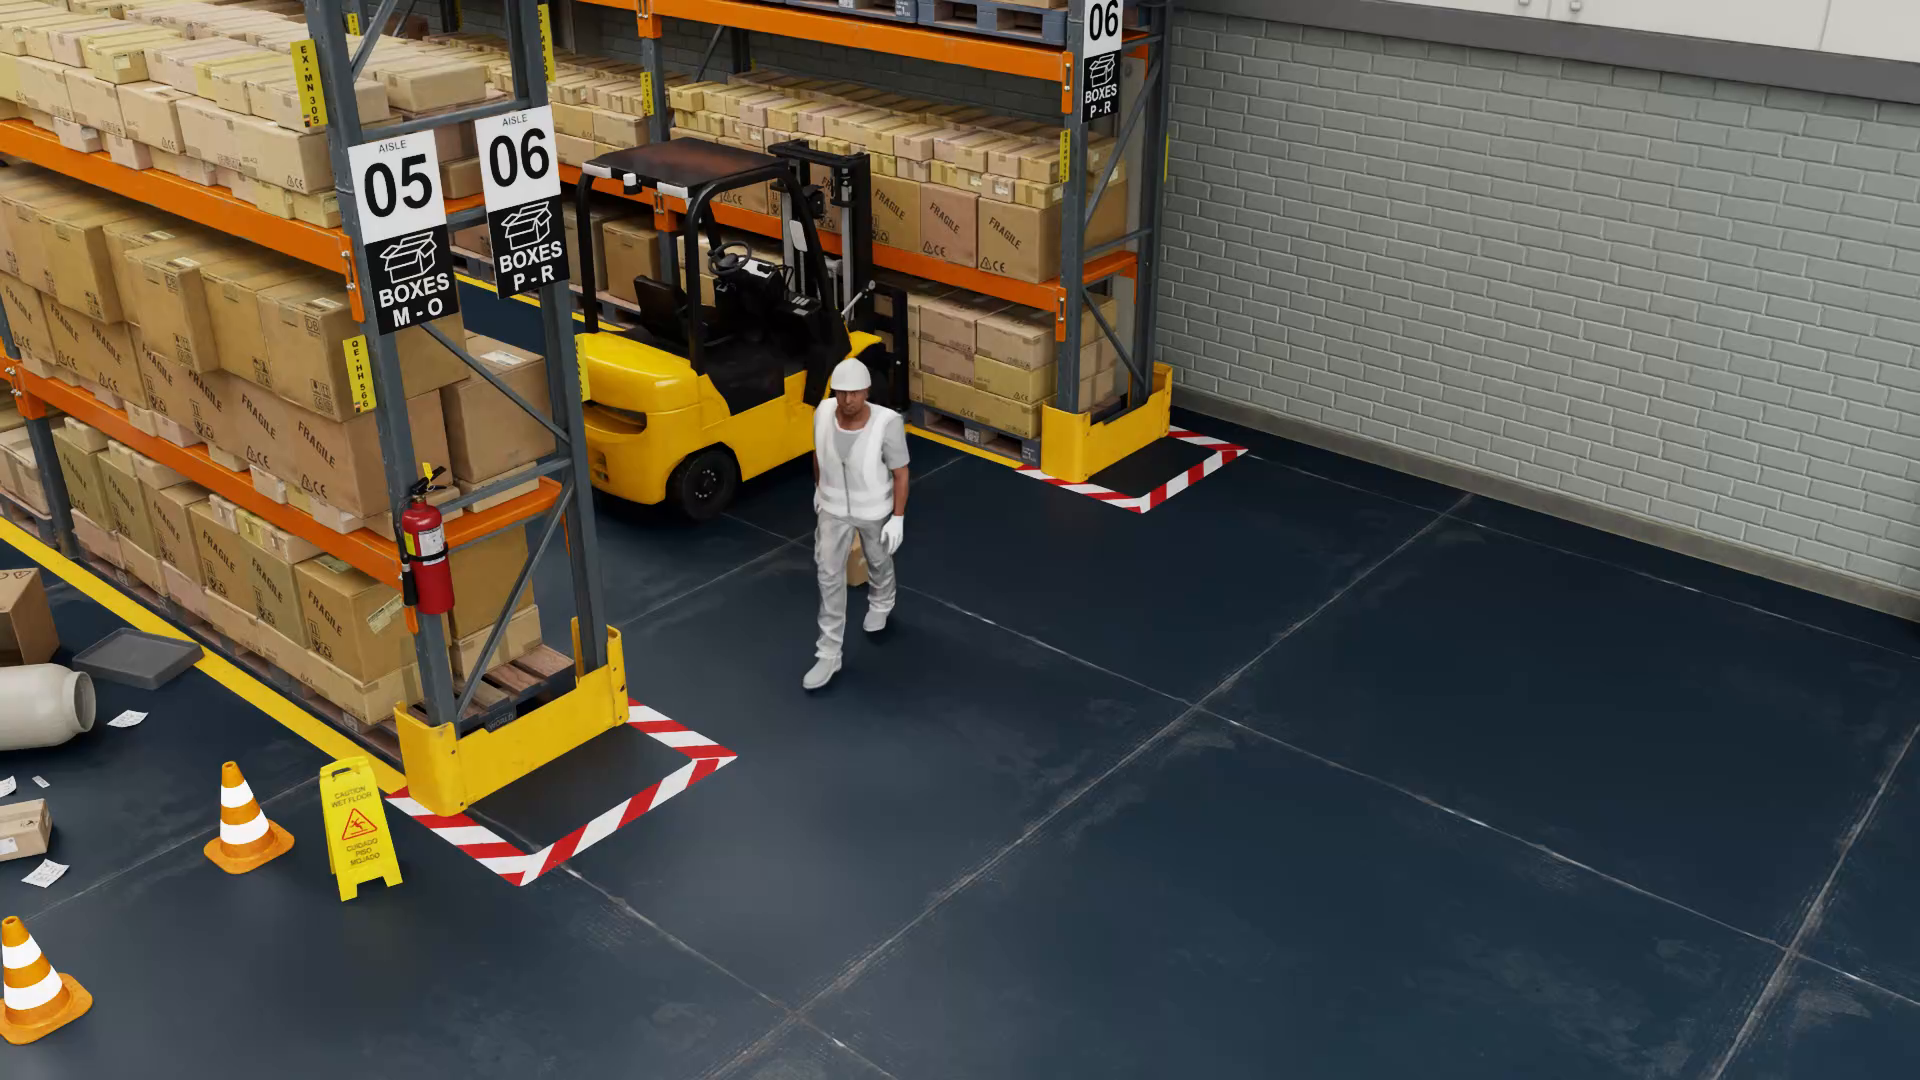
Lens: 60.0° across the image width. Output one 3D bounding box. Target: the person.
[{"bbox_3d":[-0.557,-0.156,8.881,0.590,1.734,0.927,5,28,10],"label":"person"}]
